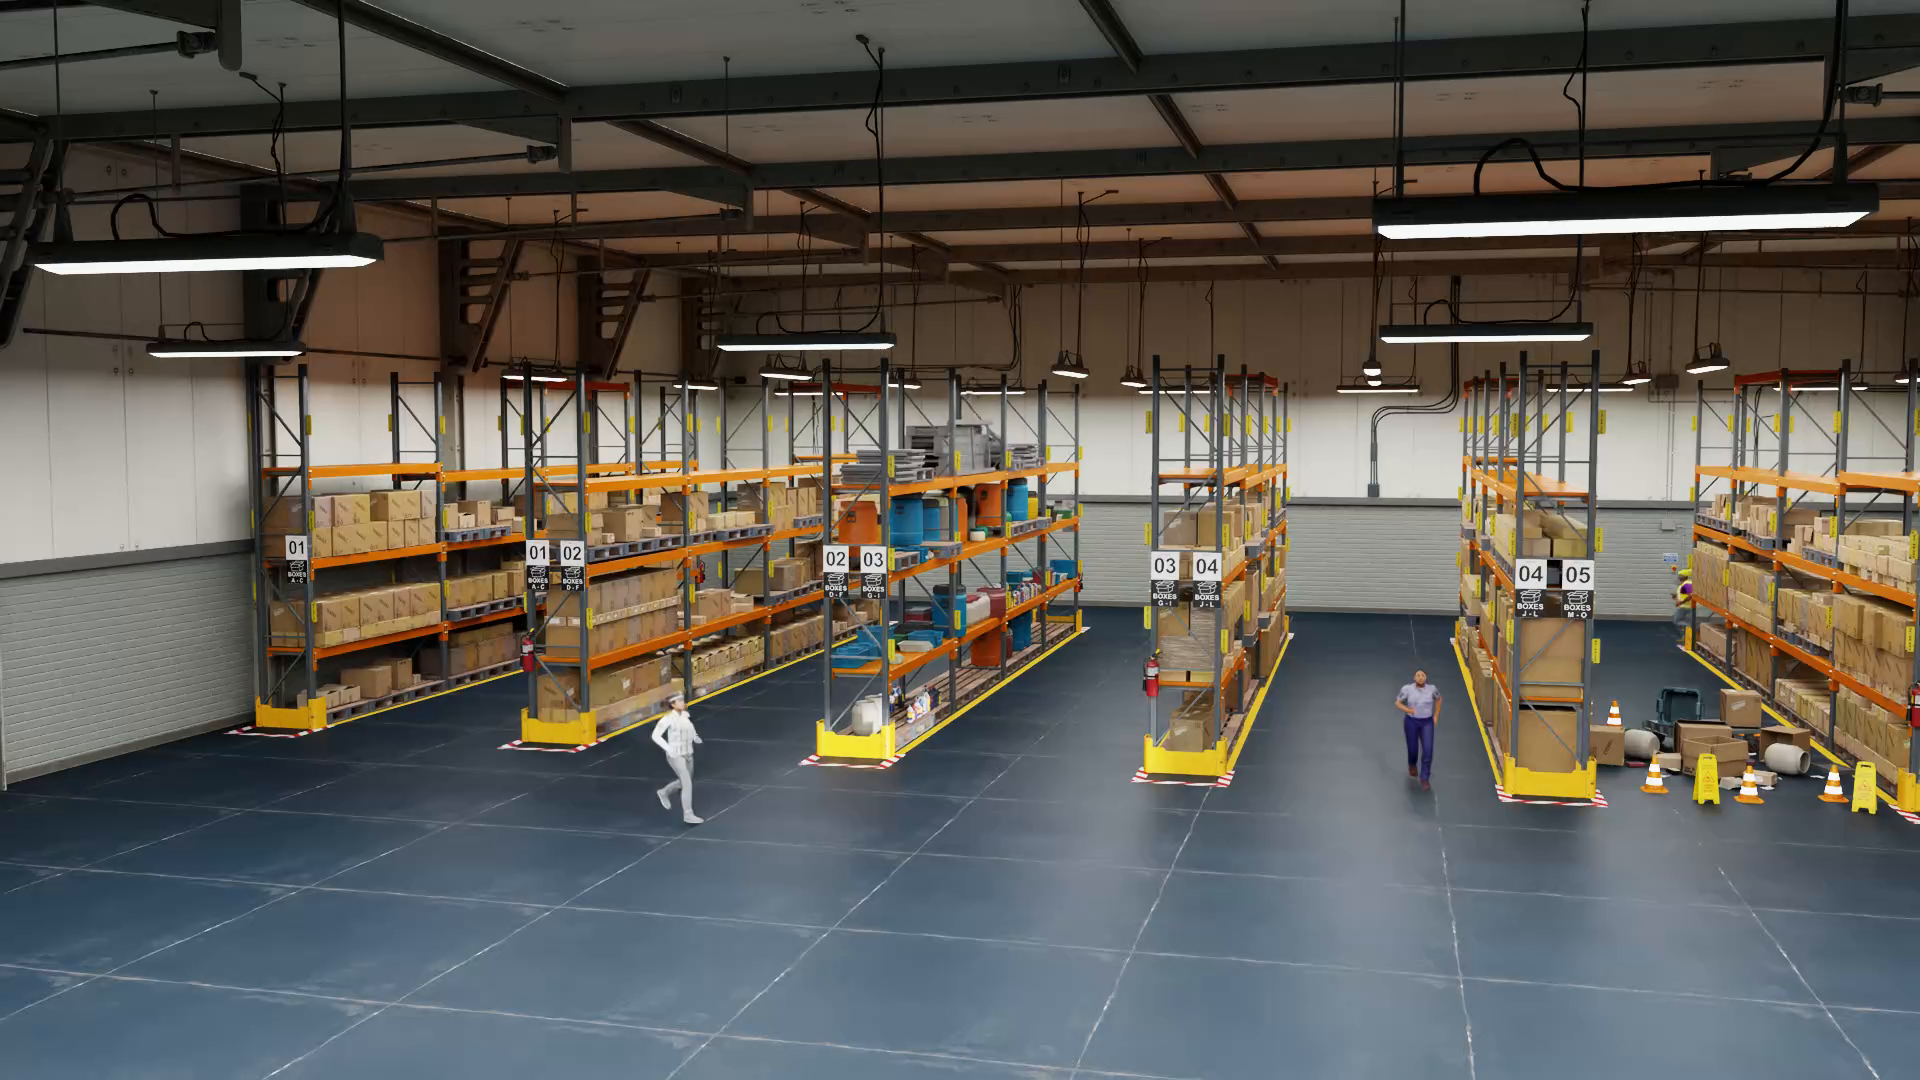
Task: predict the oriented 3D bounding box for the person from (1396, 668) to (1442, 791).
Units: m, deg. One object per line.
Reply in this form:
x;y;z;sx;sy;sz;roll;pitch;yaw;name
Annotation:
6.391;2.596;23.169;0.637;1.662;0.890;1;4;11;person

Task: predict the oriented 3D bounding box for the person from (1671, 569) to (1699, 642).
16.675;1.517;38.266;0.628;1.709;0.725;2;4;27;person

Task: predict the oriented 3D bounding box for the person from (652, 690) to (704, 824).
-3.570;2.716;21.017;0.823;1.665;0.626;3;5;33;person
